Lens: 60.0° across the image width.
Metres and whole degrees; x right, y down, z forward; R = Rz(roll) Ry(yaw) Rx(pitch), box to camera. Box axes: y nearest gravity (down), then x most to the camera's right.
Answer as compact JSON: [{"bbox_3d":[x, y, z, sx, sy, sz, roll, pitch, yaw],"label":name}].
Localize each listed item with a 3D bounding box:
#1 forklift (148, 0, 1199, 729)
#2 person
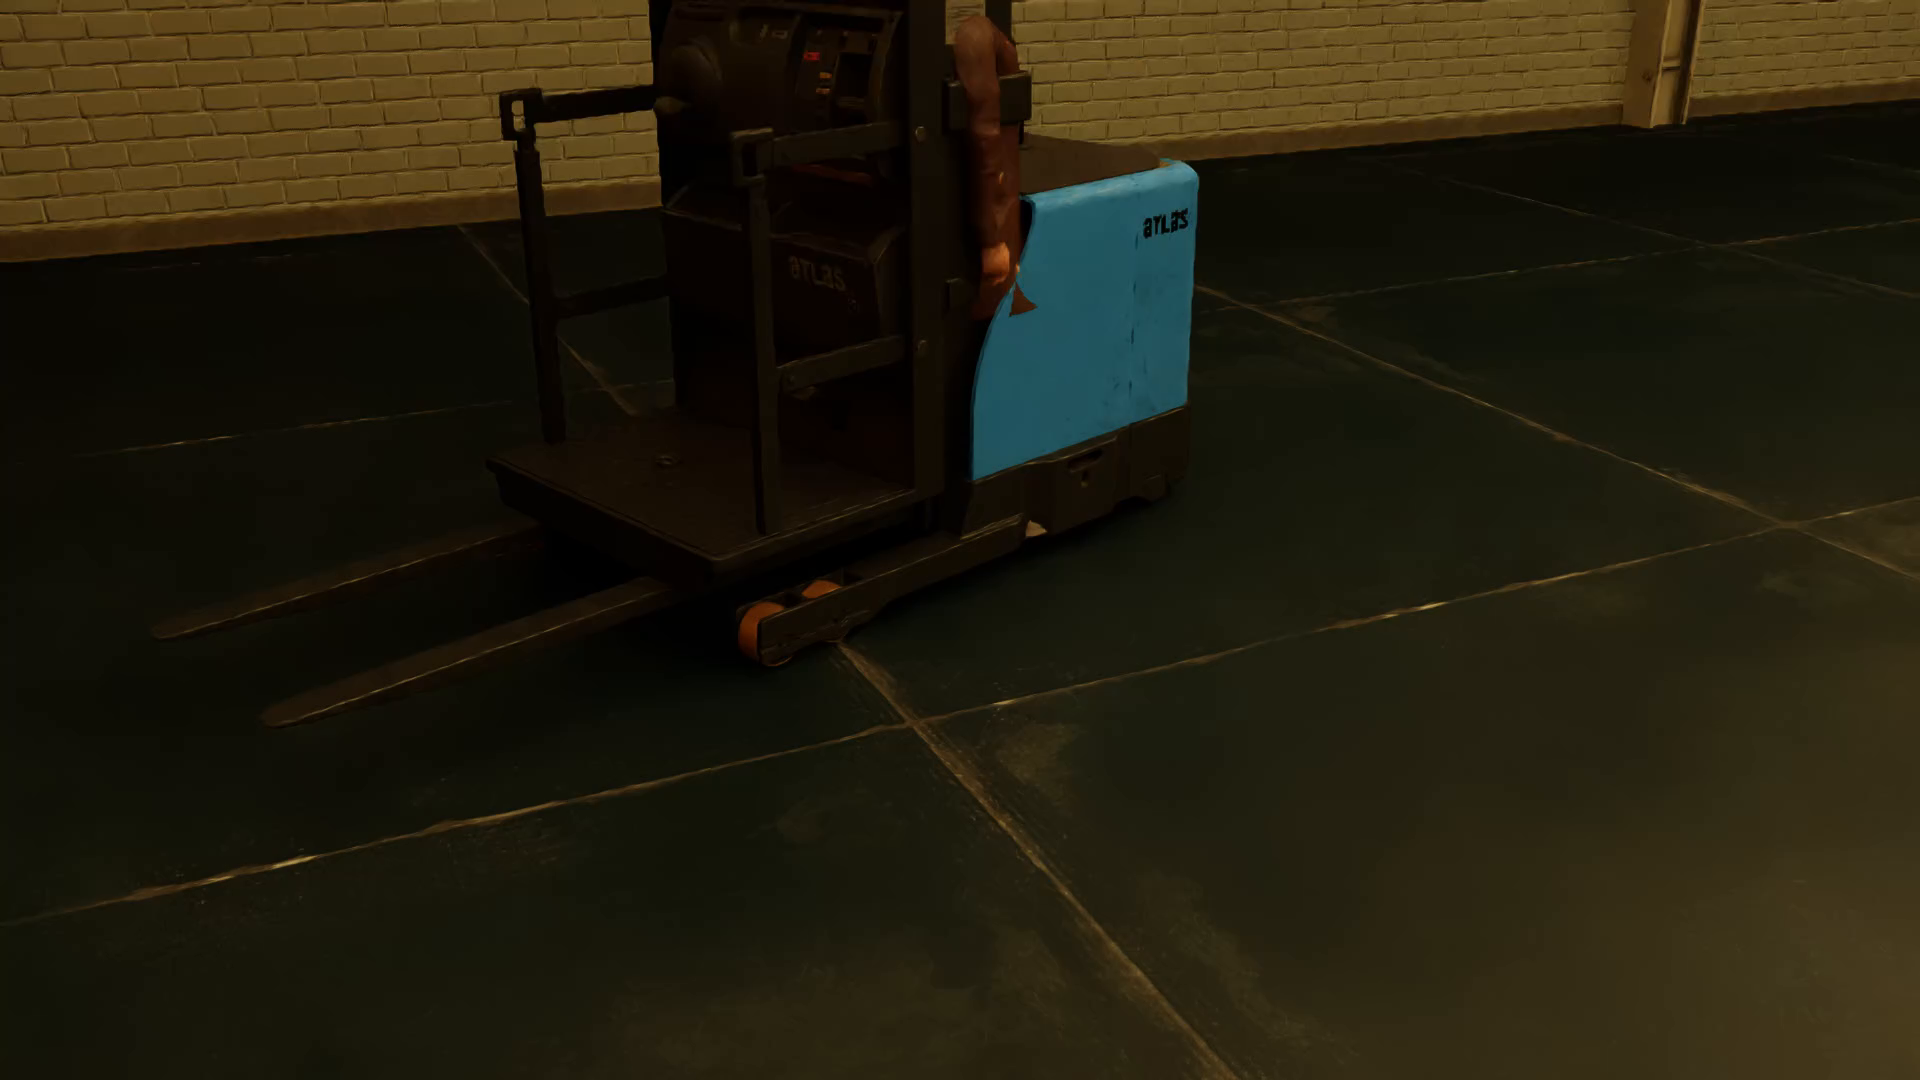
[{"bbox_3d":[-0.647,-1.248,4.290,1.130,2.935,3.031,21,30,41],"label":"forklift"},{"bbox_3d":[0.049,-0.935,4.746,0.418,1.694,0.558,-10,25,-23],"label":"person"}]
